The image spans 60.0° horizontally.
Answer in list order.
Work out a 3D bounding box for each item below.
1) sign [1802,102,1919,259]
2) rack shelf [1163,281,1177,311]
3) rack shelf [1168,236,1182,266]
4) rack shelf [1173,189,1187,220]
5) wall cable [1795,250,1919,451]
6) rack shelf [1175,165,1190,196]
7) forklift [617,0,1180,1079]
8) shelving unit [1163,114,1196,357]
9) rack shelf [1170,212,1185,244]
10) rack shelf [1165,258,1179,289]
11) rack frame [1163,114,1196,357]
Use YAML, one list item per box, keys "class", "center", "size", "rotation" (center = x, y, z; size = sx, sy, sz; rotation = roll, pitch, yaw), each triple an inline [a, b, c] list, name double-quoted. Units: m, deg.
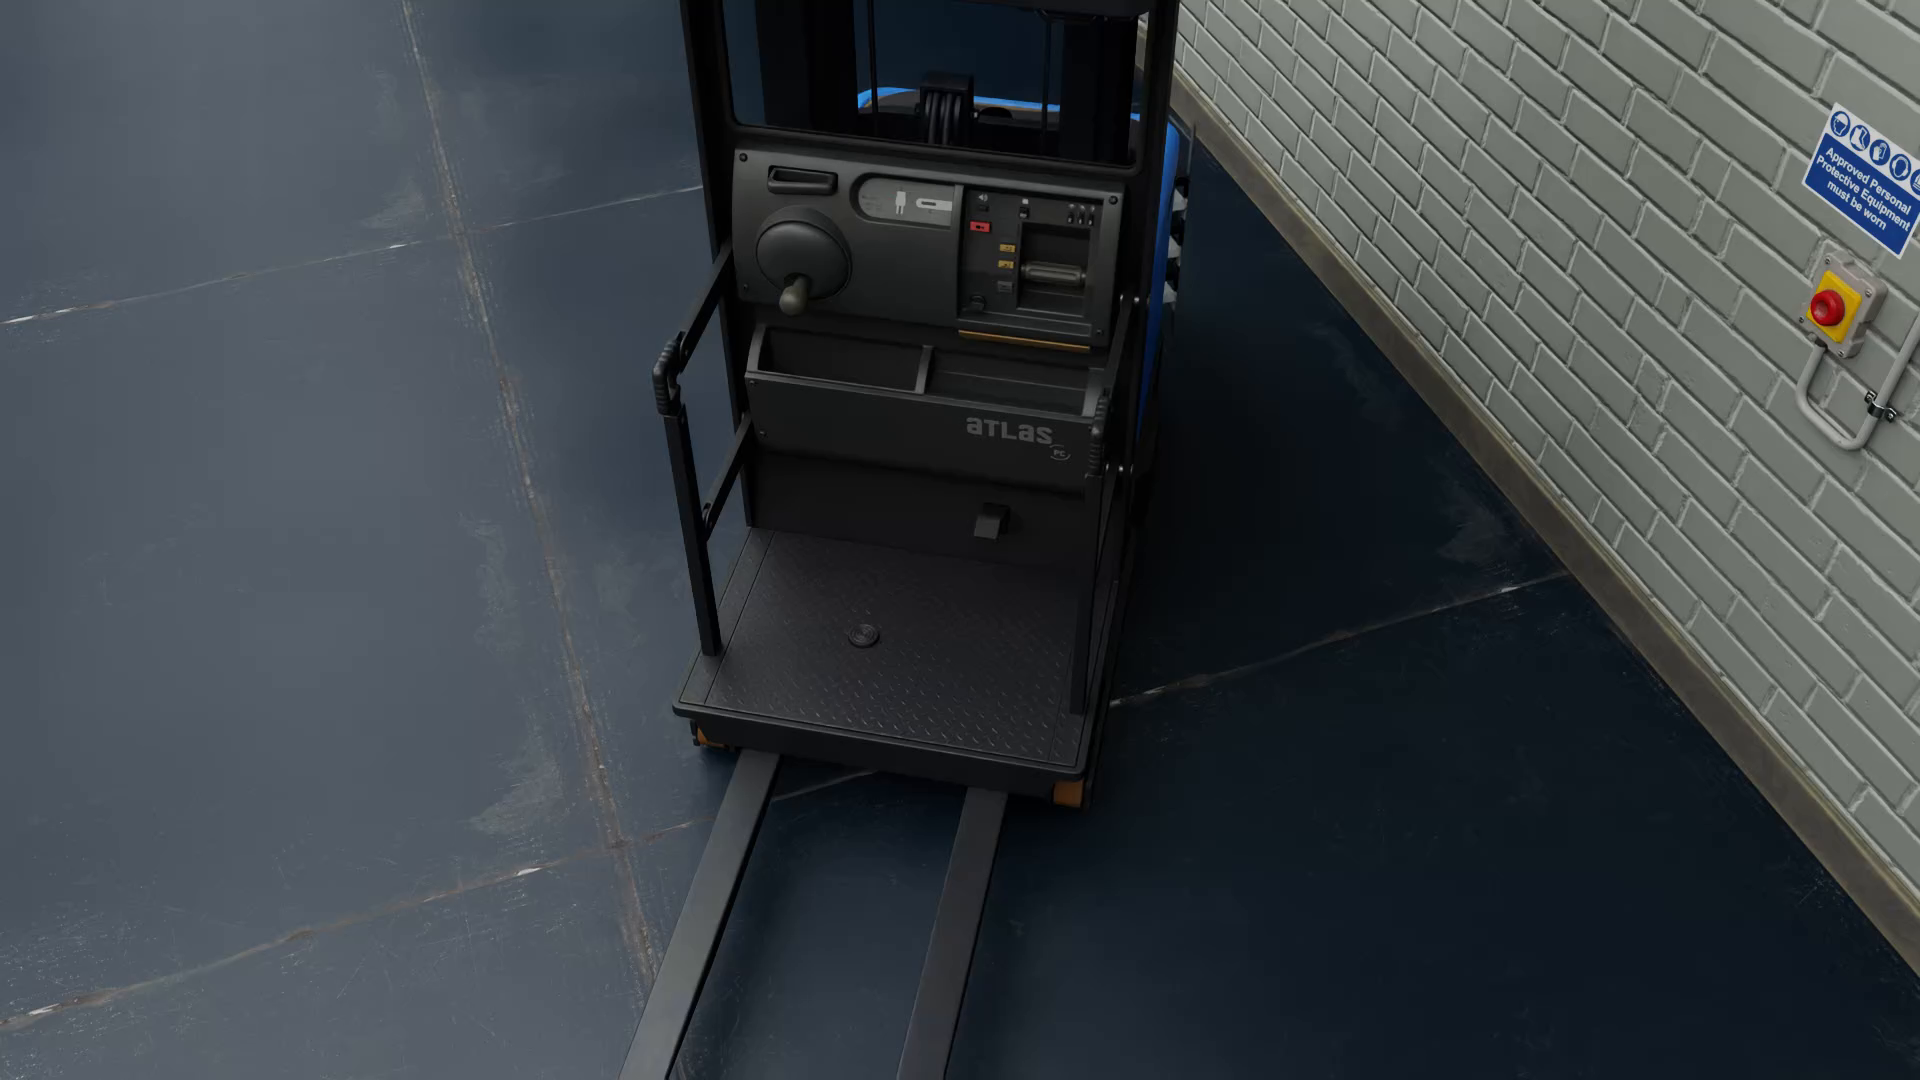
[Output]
- class: "sign"
  center: [2.047, -0.812, 3.751]
  size: [0.001, 0.218, 0.327]
  rotation: [-14, 47, -14]
- class: "rack shelf"
  center: [0.608, -0.877, 5.776]
  size: [0.200, 0.077, 0.258]
  rotation: [-12, 43, -14]
- class: "rack shelf"
  center: [0.609, -1.011, 5.656]
  size: [0.200, 0.077, 0.258]
  rotation: [-12, 43, -14]
- class: "rack shelf"
  center: [0.611, -1.145, 5.536]
  size: [0.200, 0.077, 0.258]
  rotation: [-12, 43, -14]
- class: "wall cable"
  center: [2.006, -1.039, 3.429]
  size: [0.123, 1.953, 0.585]
  rotation: [-14, 47, -14]
- class: "rack shelf"
  center: [0.611, -1.212, 5.476]
  size: [0.200, 0.077, 0.258]
  rotation: [-12, 43, -14]
- class: "forklift"
  center: [-0.127, -0.603, 3.781]
  size: [1.130, 2.935, 3.031]
  rotation: [8, 46, 8]
- class: "shelving unit"
  center: [0.610, -1.036, 5.634]
  size: [0.210, 0.900, 0.258]
  rotation: [-12, 43, -14]
- class: "rack shelf"
  center: [0.610, -1.078, 5.596]
  size: [0.200, 0.077, 0.258]
  rotation: [-12, 43, -14]
- class: "rack shelf"
  center: [0.609, -0.944, 5.716]
  size: [0.200, 0.077, 0.258]
  rotation: [-12, 43, -14]
- class: "rack frame"
  center: [0.706, -1.057, 5.658]
  size: [0.006, 0.900, 0.240]
  rotation: [-12, 43, -14]
